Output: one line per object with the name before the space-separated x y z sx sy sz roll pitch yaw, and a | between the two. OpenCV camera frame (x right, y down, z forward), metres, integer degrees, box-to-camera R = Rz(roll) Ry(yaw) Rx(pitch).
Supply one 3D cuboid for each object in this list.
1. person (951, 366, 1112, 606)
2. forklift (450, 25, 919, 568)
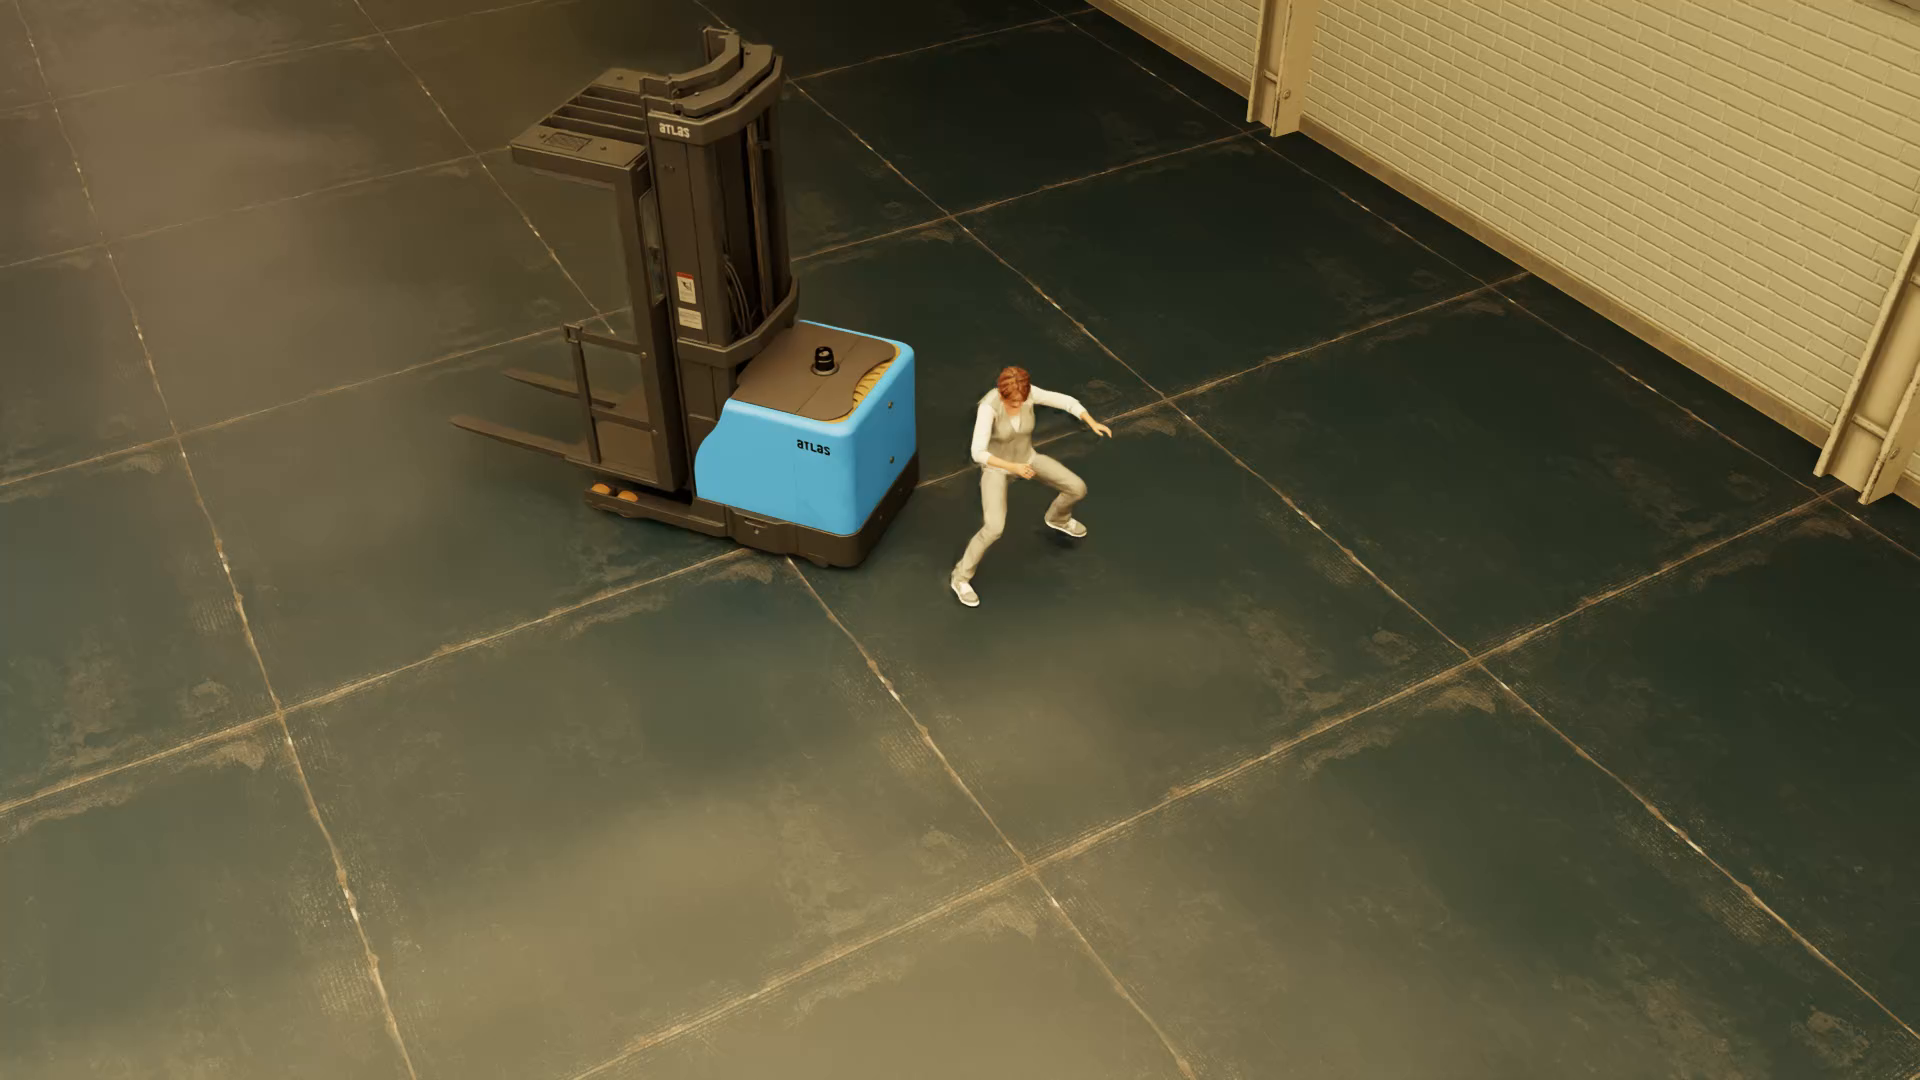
person | 0.371 -0.390 9.733 0.986 1.363 0.637 -18 43 -20
forklift | -1.830 -1.566 9.924 3.031 2.935 1.130 15 42 17
